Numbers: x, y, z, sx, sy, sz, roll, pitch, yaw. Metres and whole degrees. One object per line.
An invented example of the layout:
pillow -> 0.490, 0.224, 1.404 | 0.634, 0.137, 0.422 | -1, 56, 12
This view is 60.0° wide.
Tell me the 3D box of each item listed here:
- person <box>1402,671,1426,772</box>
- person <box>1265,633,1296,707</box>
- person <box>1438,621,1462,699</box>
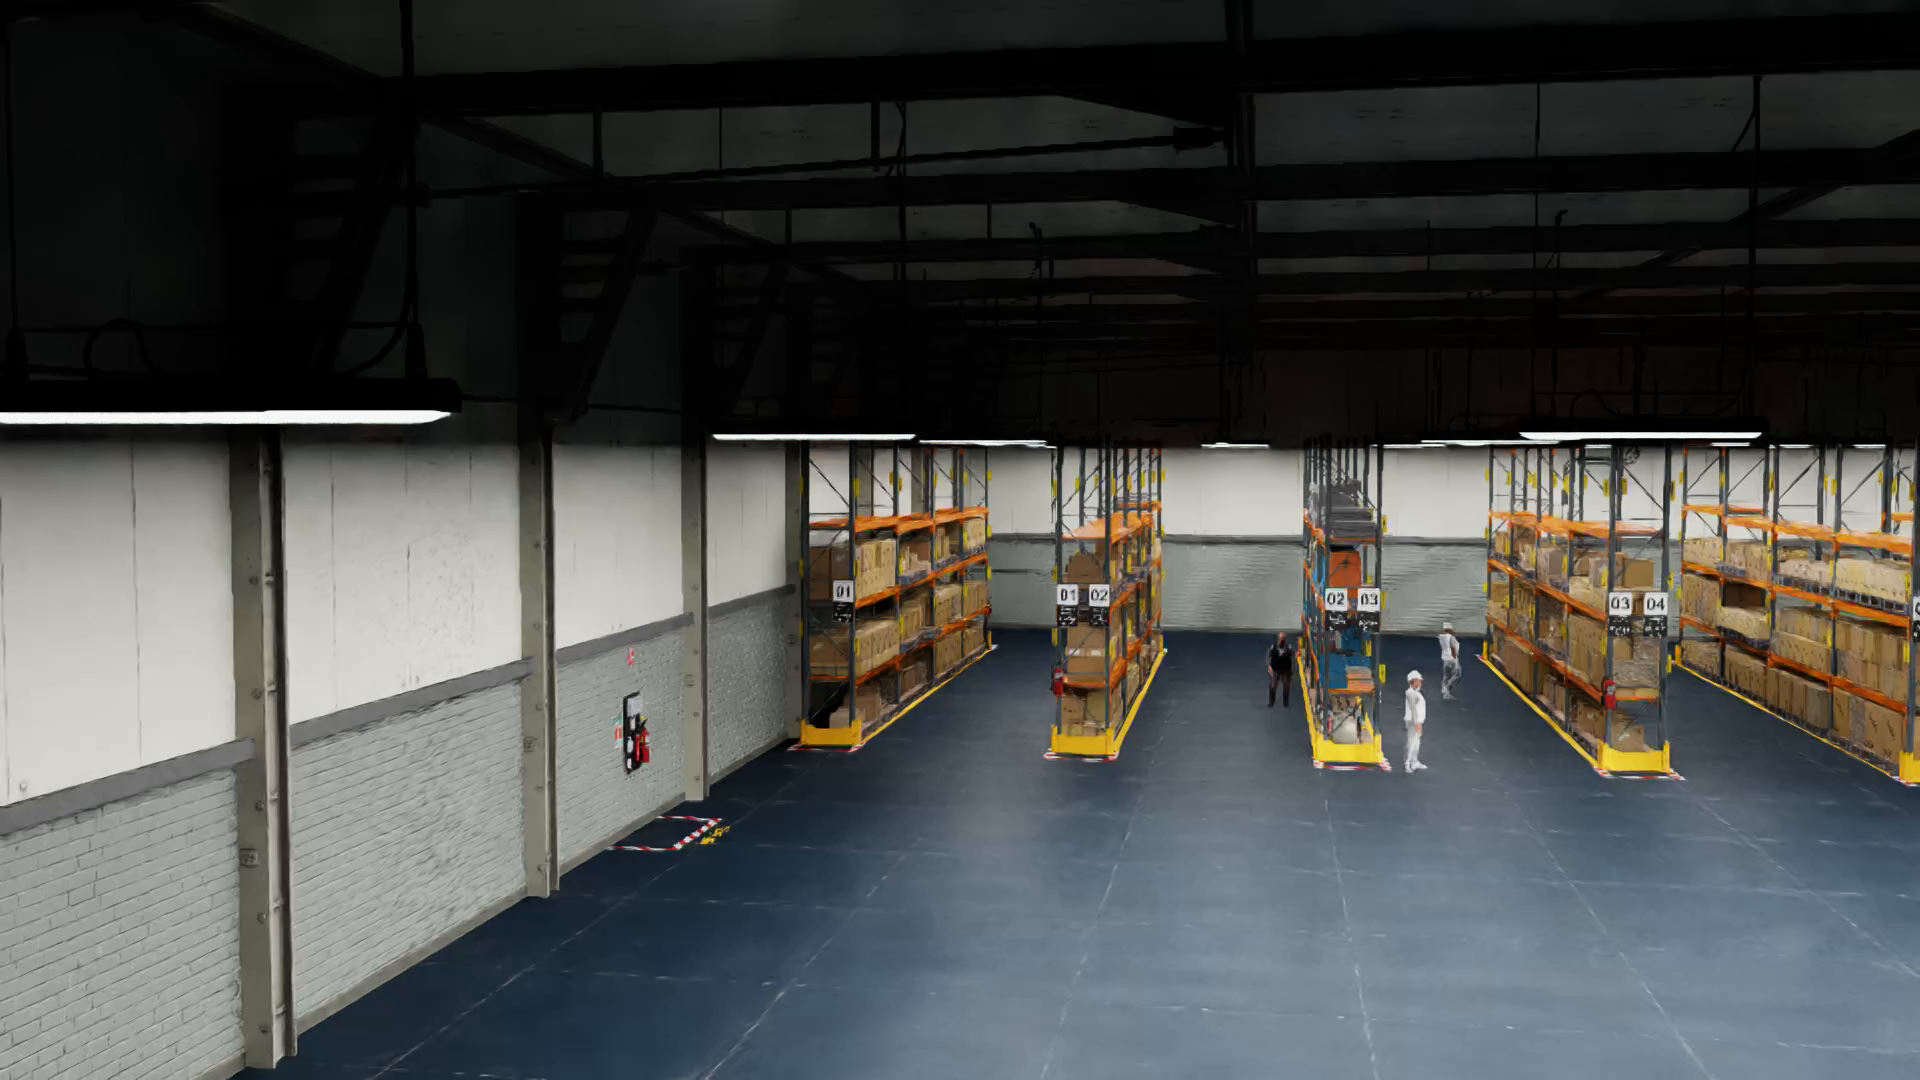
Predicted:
person -> 8.090, 3.215, 29.616 | 0.388, 1.775, 0.681 | 1, 3, 21
person -> 7.136, 2.893, 37.013 | 0.677, 1.671, 0.534 | 0, 3, 9
person -> 11.237, 2.764, 38.185 | 0.418, 1.780, 0.600 | -1, 3, -18
